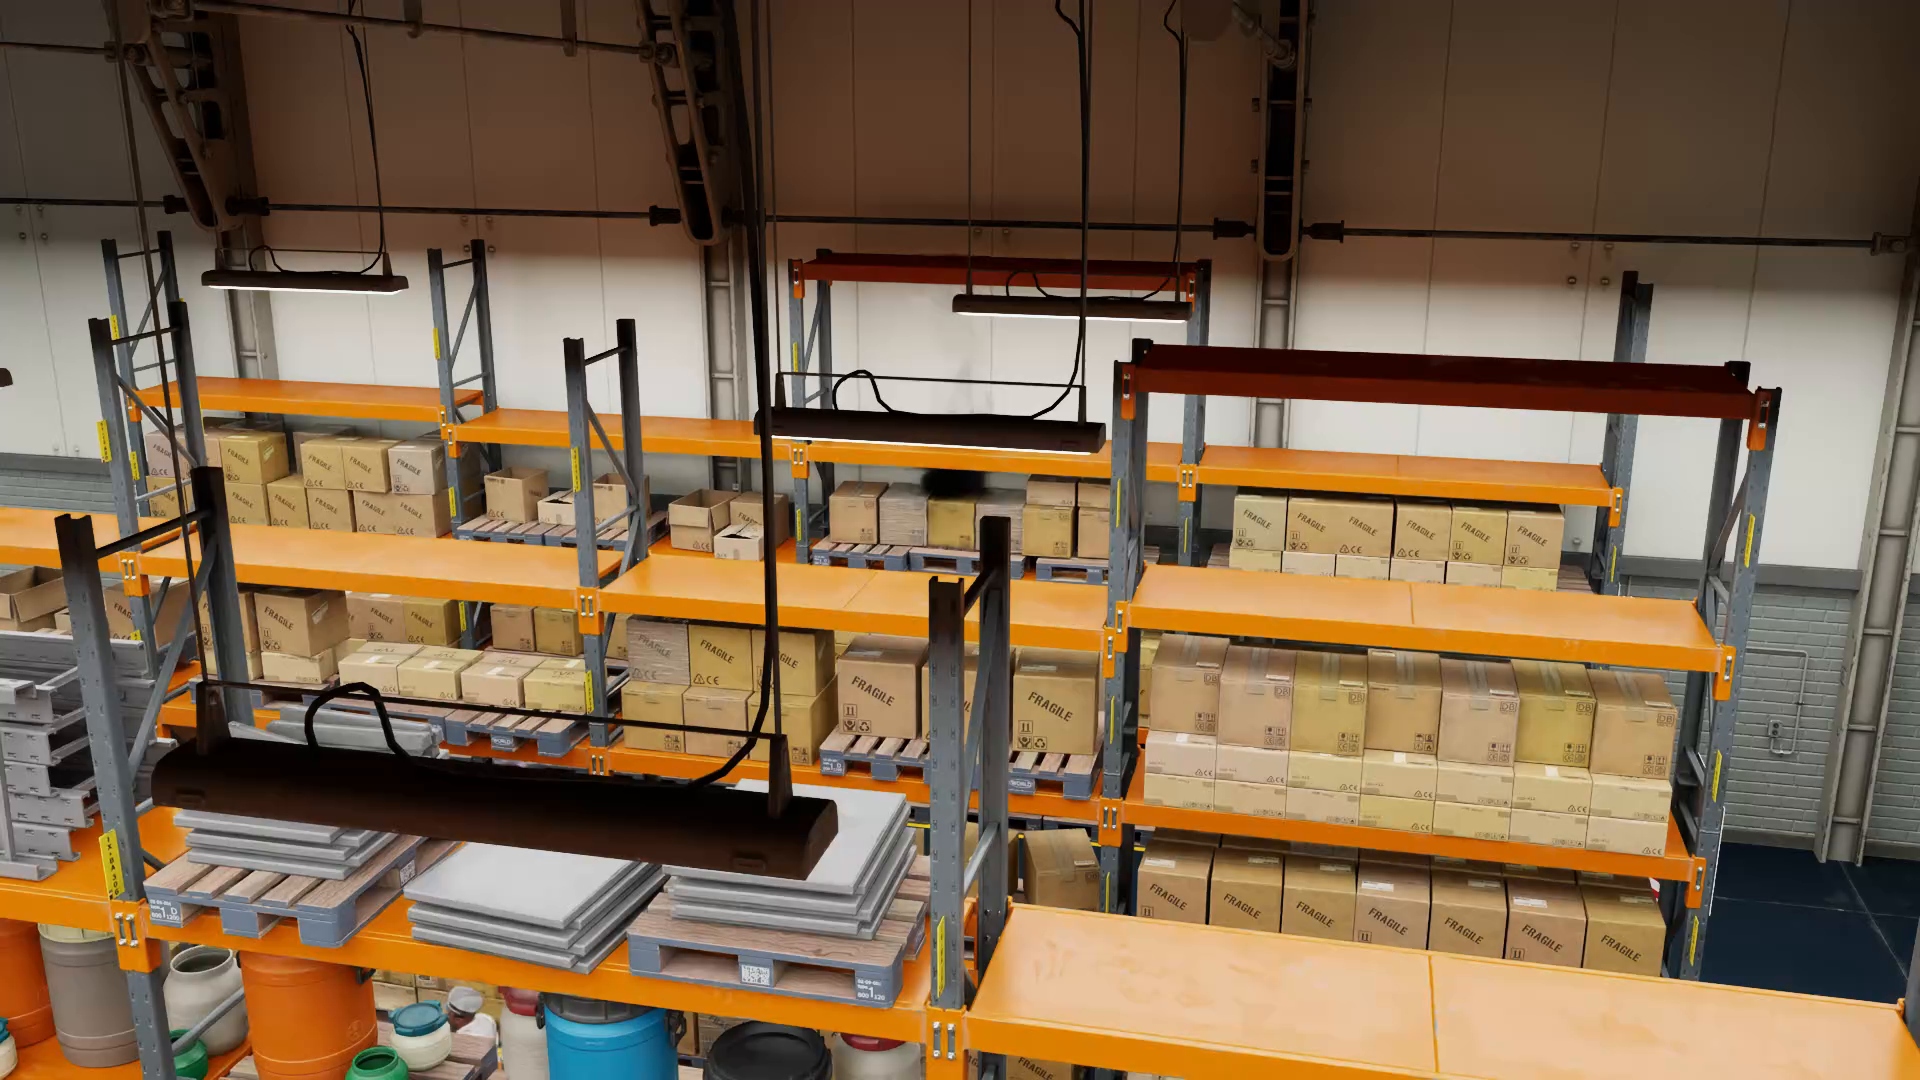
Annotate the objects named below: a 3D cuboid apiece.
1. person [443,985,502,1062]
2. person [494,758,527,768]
[{"bbox_3d":[-3.356,3.976,11.667,0.848,1.798,0.690,3,17,9],"label":"person"},{"bbox_3d":[-4.430,2.594,16.574,0.903,1.643,0.608,0,16,0],"label":"person"}]
